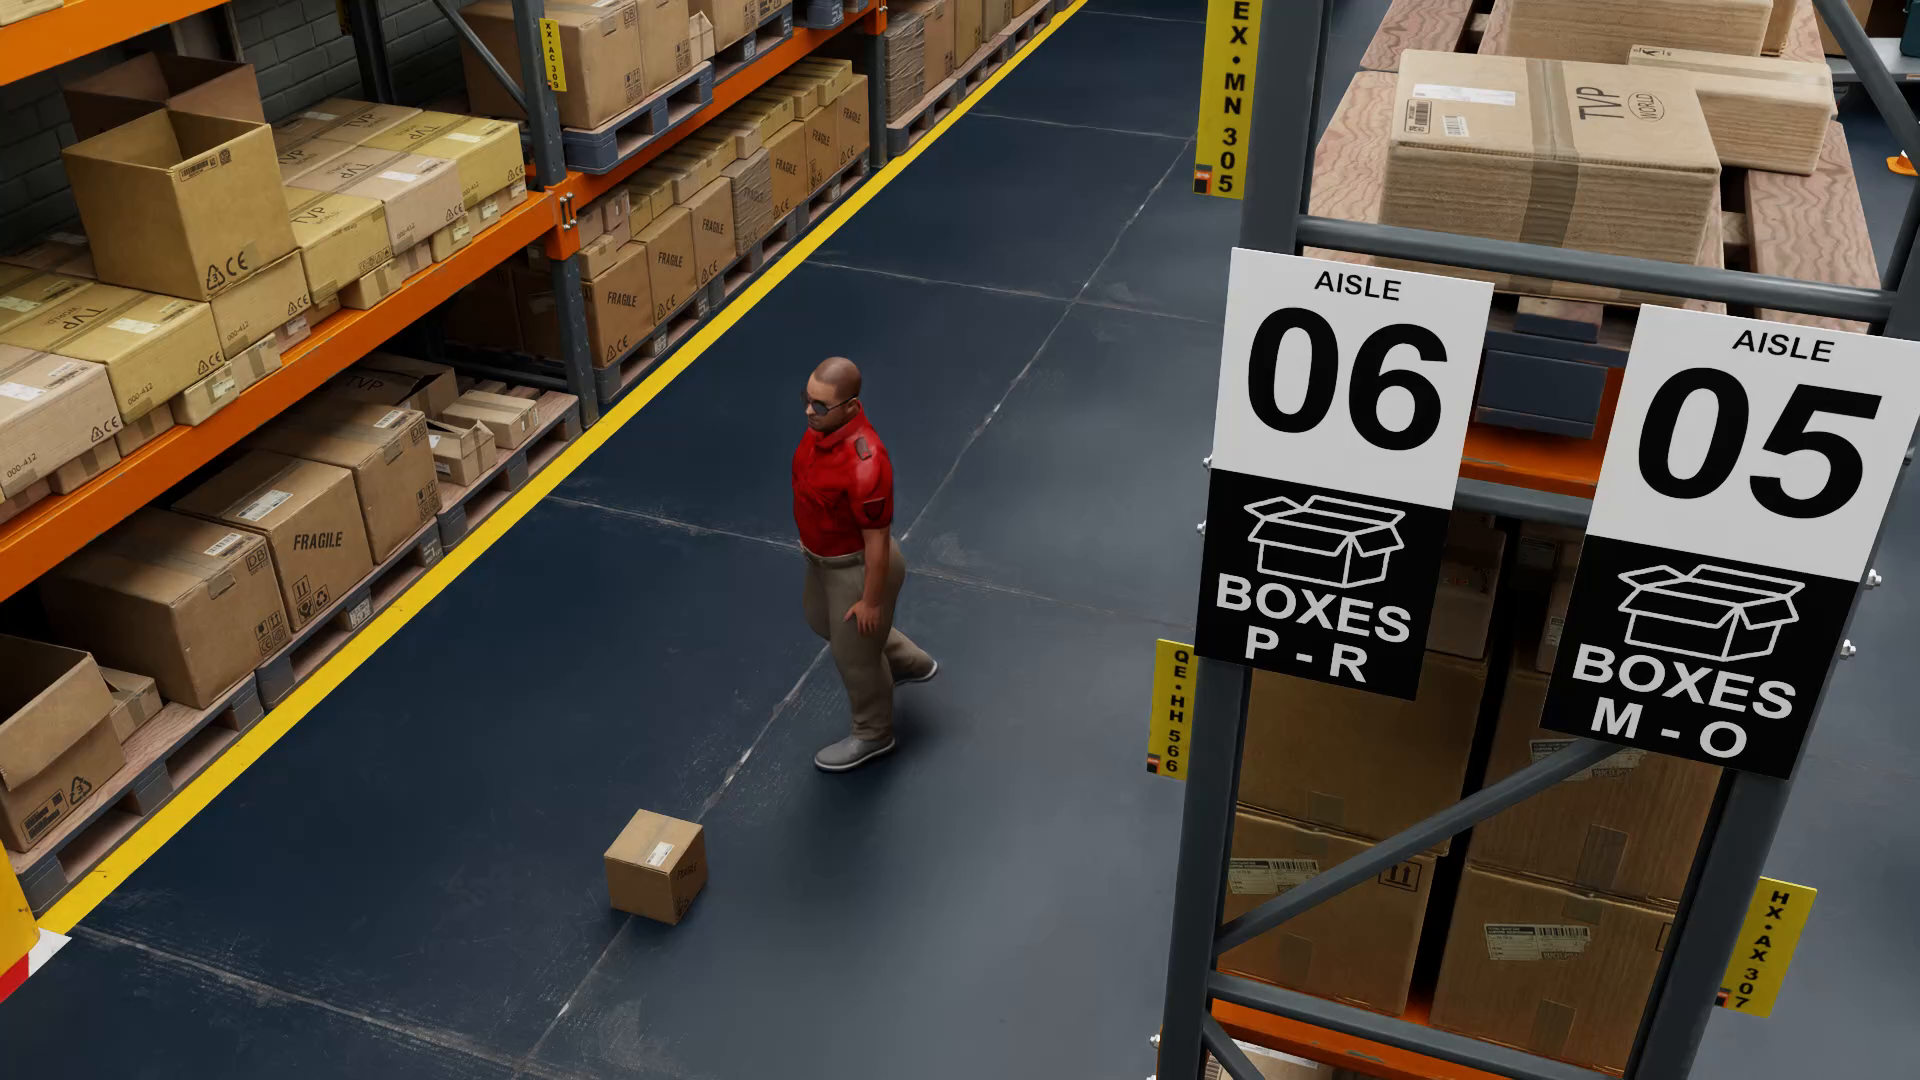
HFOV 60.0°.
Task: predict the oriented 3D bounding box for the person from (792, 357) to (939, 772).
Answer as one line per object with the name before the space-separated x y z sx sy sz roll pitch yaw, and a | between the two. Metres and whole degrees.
person | -0.315 0.063 6.048 0.567 1.723 0.606 -11 35 -17
